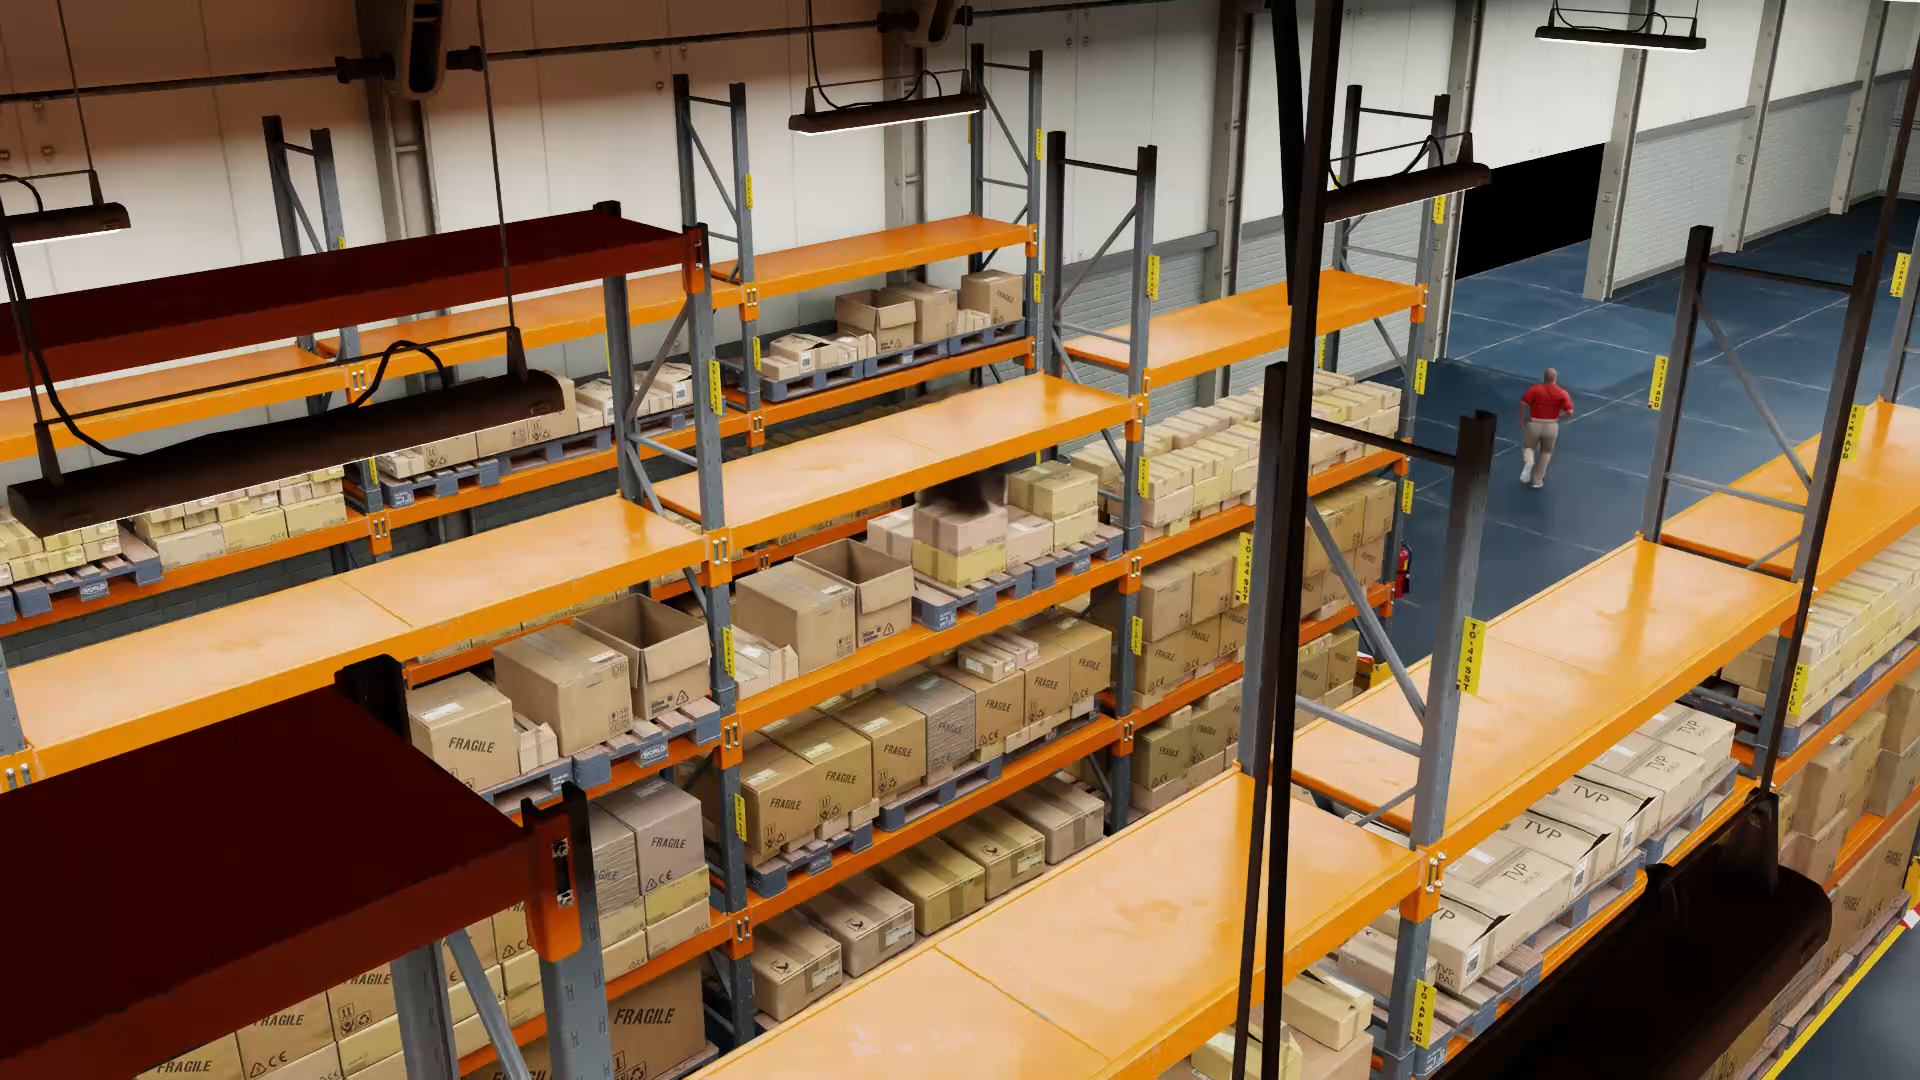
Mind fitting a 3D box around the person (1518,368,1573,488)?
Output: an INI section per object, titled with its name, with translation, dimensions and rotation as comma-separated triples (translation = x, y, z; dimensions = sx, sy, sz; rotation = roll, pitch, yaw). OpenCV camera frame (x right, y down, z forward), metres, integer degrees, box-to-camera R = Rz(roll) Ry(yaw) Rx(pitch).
[person]
translation = 7.802, -1.490, 22.287
dimensions = 0.697, 1.693, 0.627
rotation = 7, 24, 17
